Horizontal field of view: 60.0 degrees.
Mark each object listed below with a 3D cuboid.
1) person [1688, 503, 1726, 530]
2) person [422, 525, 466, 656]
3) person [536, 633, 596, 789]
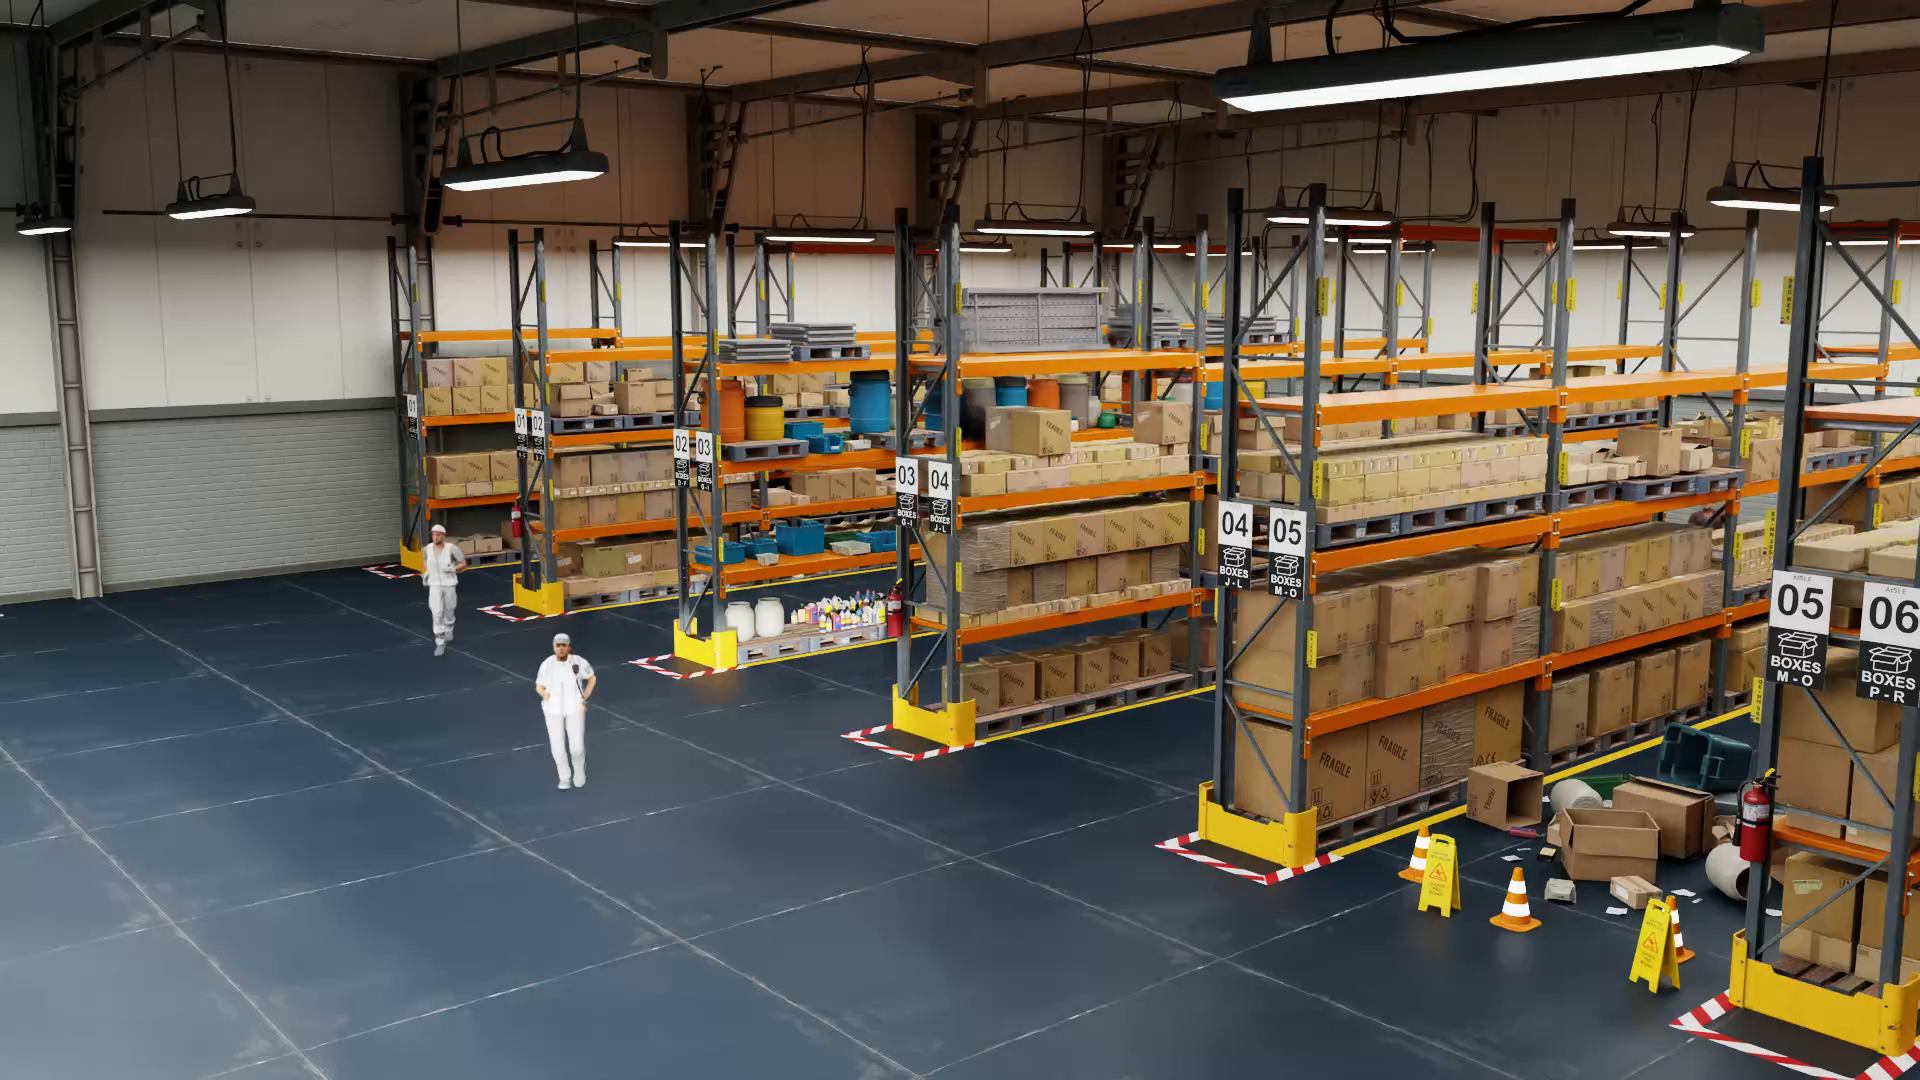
[{"bbox_3d":[12.258,0.125,27.245,0.702,1.704,0.643,7,11,37],"label":"person"},{"bbox_3d":[-7.301,0.668,23.551,0.634,1.802,0.929,-1,9,-8],"label":"person"},{"bbox_3d":[-4.025,1.770,16.957,0.592,1.616,0.559,-1,9,-7],"label":"person"}]
